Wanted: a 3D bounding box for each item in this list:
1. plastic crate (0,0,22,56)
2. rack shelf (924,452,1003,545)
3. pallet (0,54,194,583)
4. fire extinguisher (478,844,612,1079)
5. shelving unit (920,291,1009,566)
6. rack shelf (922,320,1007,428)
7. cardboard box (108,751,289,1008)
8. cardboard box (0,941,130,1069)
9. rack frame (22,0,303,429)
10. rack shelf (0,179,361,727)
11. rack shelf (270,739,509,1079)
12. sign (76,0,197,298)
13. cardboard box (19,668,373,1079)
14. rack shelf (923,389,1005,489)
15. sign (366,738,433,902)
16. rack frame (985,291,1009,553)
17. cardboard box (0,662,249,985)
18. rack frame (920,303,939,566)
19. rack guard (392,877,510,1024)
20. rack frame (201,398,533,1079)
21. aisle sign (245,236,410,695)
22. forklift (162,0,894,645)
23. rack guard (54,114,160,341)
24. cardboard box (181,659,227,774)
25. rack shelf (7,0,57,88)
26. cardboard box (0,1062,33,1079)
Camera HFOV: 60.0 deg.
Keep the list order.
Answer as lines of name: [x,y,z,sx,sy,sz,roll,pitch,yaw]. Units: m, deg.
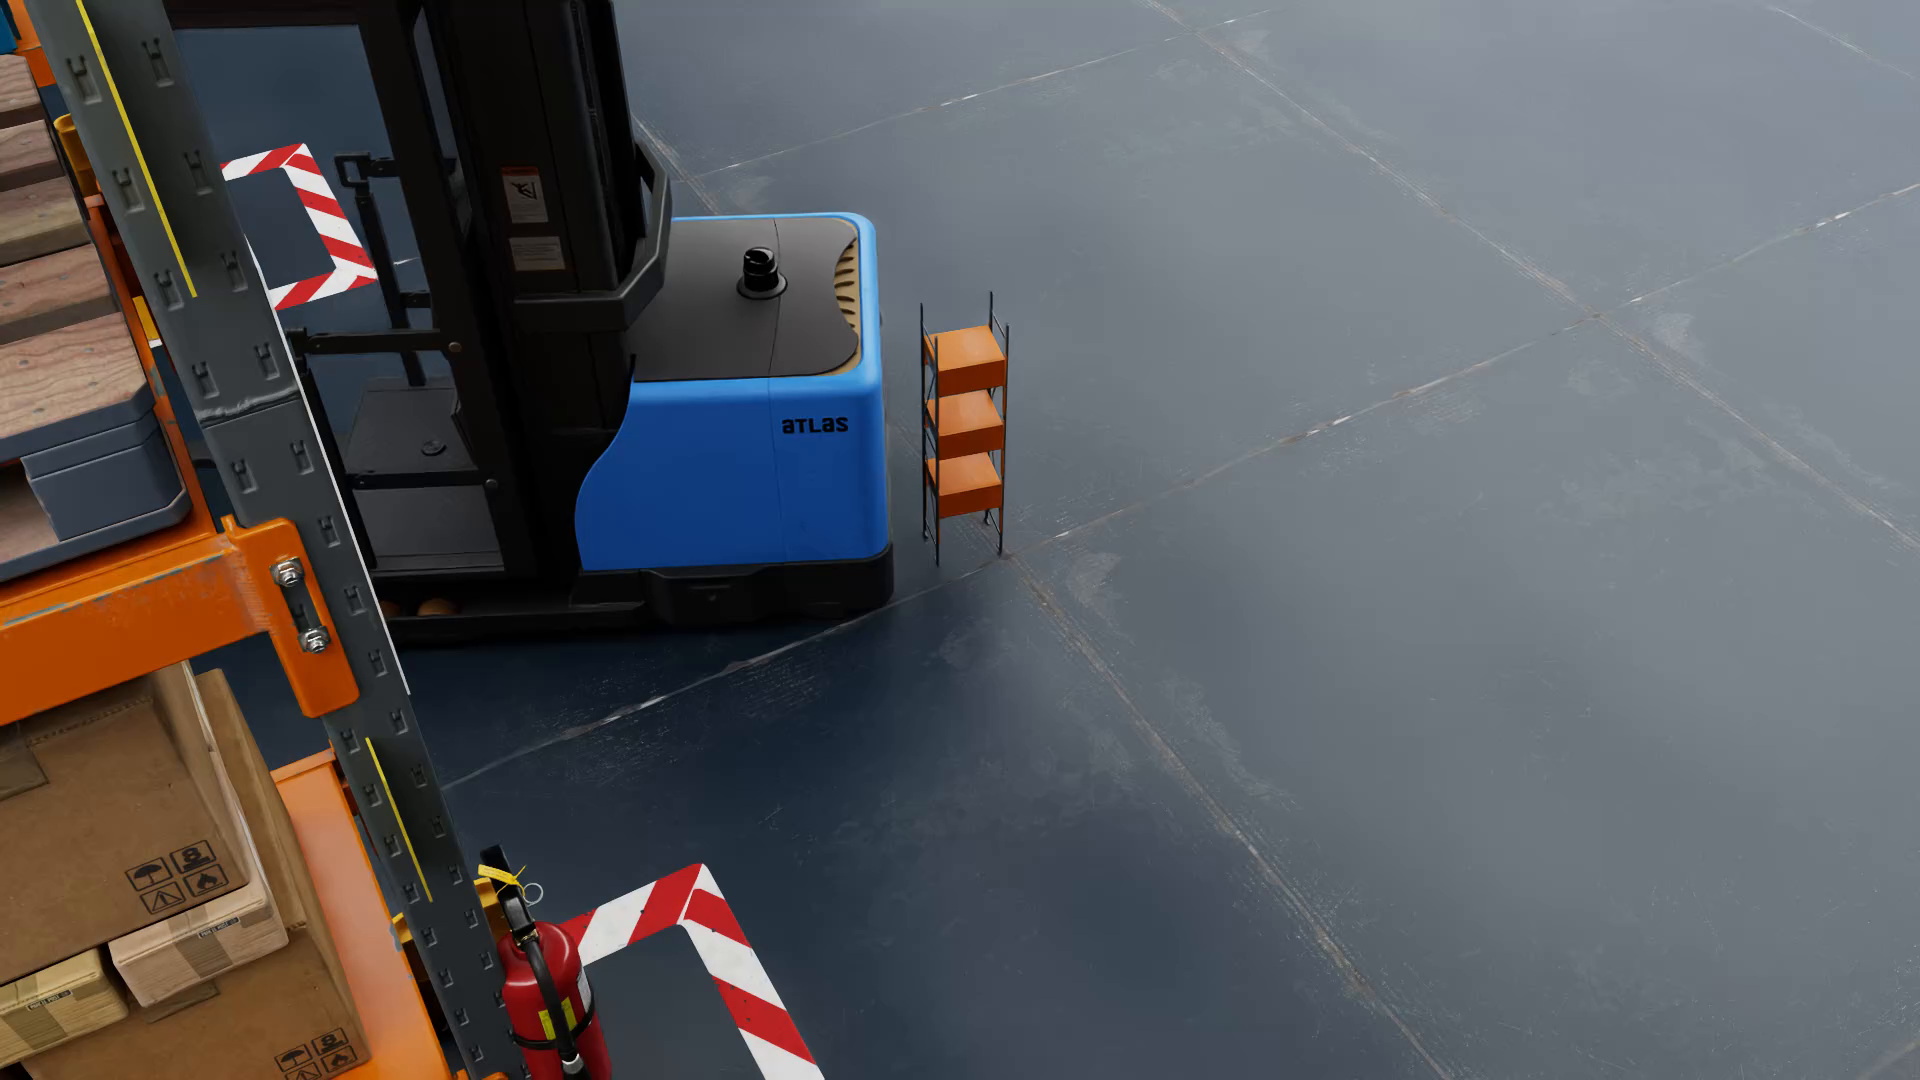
plastic crate: [-3.895,-1.971,6.233,0.616,0.251,0.499,-22,48,-21]
rack shelf: [0.010,-0.165,6.080,0.240,0.259,0.215,-11,45,-12]
pallet: [-1.772,-0.201,2.213,1.213,0.211,1.003,-22,48,-21]
fire extinguisher: [-0.812,0.881,3.244,0.183,0.674,0.296,-22,48,-21]
shelving unit: [0.011,-0.373,5.879,0.252,1.050,0.215,-11,45,-12]
rack shelf: [0.013,-0.569,5.689,0.240,0.259,0.215,-11,45,-12]
cardboard box: [-1.382,0.593,2.947,0.250,0.149,0.380,-23,49,-22]
cardboard box: [-1.609,0.685,2.853,0.250,0.149,0.380,-21,48,-20]
rack frame: [-1.146,-1.539,1.374,0.127,3.000,1.000,-22,48,-21]
rack shelf: [-2.880,0.490,1.954,4.000,0.370,1.077,-22,48,-21]
rack shelf: [-2.880,1.566,2.999,4.000,0.370,1.077,-22,48,-21]
sign: [-0.888,-0.419,1.795,0.005,0.325,0.100,-22,48,-21]
cardboard box: [-1.557,0.733,3.270,0.500,0.500,0.700,-22,48,-21]
rack shelf: [0.011,-0.365,5.887,0.240,0.259,0.215,-11,45,-12]
sign: [-0.888,0.446,2.635,0.005,0.325,0.100,-22,48,-21]
rack frame: [0.129,-0.396,5.904,0.008,1.050,0.200,-11,45,-12]
cardboard box: [-1.603,0.285,2.799,0.500,0.500,0.700,-22,48,-21]
rack frame: [-0.106,-0.349,5.854,0.008,1.050,0.200,-11,45,-12]
rack guard: [-1.125,1.503,4.342,0.348,0.500,1.175,-22,48,-21]
rack frame: [-1.146,0.614,3.463,0.127,3.000,1.000,-22,48,-21]
aisle sign: [-0.943,-0.164,2.399,0.004,0.787,0.394,-22,48,-21]
forklift: [-1.774,-1.059,5.237,3.031,2.935,1.130,-2,44,-2]
rack guard: [-3.653,-1.426,7.361,0.348,0.500,1.175,-22,48,-21]
cardboard box: [-1.593,0.352,3.196,0.250,0.149,0.380,-22,48,-21]
rack shelf: [-5.344,-1.426,6.082,4.000,0.370,1.077,-22,48,-21]
cardboard box: [-2.010,0.918,3.079,0.500,0.500,0.700,-21,48,-20]
